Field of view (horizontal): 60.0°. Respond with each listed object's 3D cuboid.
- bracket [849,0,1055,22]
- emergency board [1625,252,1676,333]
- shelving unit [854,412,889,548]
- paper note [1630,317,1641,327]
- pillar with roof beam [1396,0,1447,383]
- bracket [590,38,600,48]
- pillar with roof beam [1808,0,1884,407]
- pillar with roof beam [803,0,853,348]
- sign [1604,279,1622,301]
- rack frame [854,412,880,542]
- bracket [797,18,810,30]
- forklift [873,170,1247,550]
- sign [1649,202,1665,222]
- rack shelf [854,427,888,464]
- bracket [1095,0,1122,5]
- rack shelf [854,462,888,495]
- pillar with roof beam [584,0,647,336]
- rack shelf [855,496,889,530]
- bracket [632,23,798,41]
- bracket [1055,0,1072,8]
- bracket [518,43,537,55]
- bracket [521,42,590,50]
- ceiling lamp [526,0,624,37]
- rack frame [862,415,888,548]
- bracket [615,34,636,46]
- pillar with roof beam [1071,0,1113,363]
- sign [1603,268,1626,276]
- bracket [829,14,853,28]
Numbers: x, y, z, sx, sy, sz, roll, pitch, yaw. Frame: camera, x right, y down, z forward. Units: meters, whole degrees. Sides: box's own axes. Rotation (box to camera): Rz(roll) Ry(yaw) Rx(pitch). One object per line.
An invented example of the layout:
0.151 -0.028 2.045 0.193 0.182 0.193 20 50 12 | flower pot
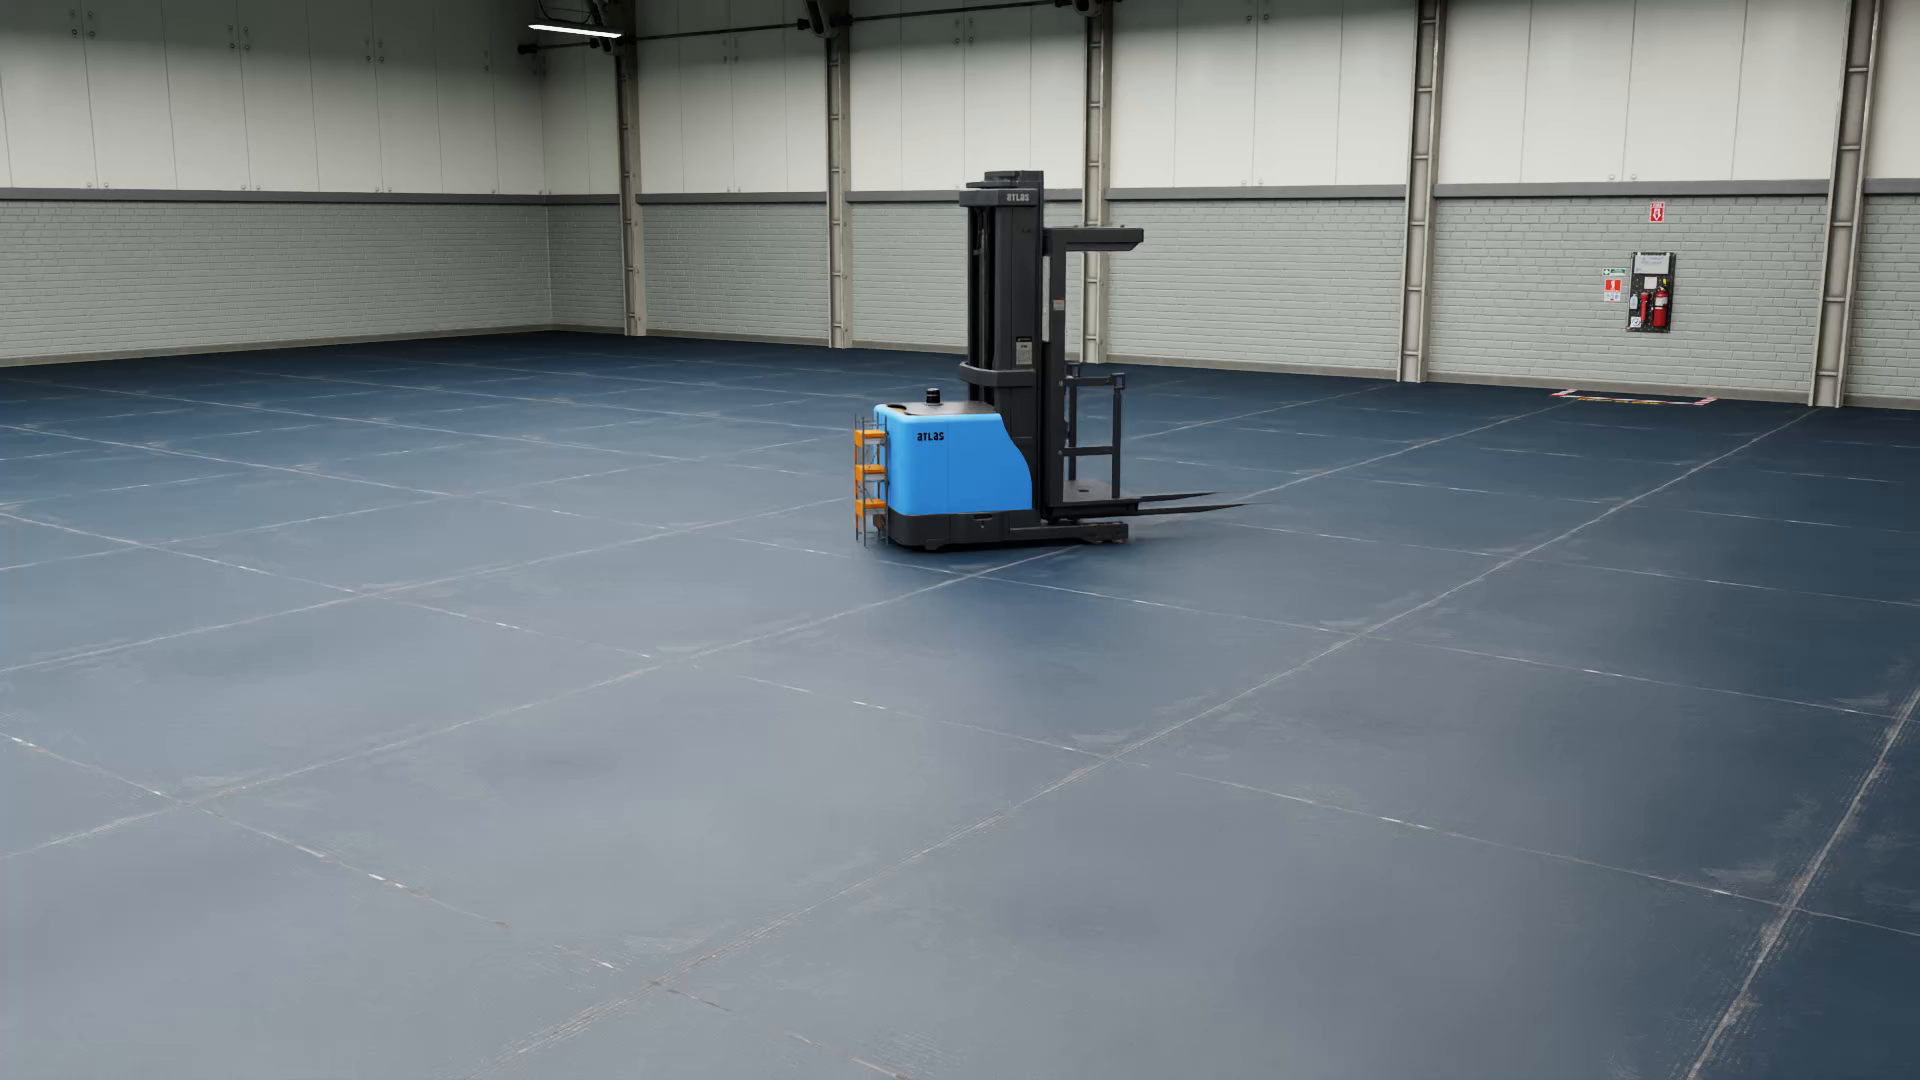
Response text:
-0.210 -9.697 30.484 4.783 0.066 0.076 8 13 36 | bracket
10.128 -3.635 24.421 0.643 1.169 0.194 8 13 36 | emergency board
-0.708 -0.481 13.252 0.215 1.050 0.252 -3 11 -17 | shelving unit
10.026 -3.233 24.662 0.142 0.148 0.016 8 13 36 | paper note
4.713 -6.312 22.465 0.400 9.000 9.100 8 13 36 | pillar with roof beam
-7.792 -10.754 35.951 0.430 0.232 0.235 8 13 36 | bracket
9.549 -5.638 18.978 0.400 9.000 9.100 8 13 36 | pillar with roof beam
-4.959 -7.661 29.439 0.548 9.000 9.100 8 13 36 | pillar with roof beam
9.743 -3.730 24.821 0.234 0.329 0.001 8 13 36 | sign
-0.745 -0.503 13.366 0.200 1.050 0.008 -3 11 -17 | rack frame
-2.956 -10.080 32.464 0.430 0.232 0.235 8 13 36 | bracket
0.854 -1.497 13.550 3.031 2.935 1.130 -3 11 -17 | forklift
10.180 -4.789 24.284 0.199 0.298 0.001 8 13 36 | sign
-0.708 -0.749 13.200 0.215 0.259 0.240 -3 11 -17 | rack shelf
2.549 -9.312 28.495 0.430 0.232 0.235 8 13 36 | bracket
-0.708 -0.471 13.254 0.215 0.259 0.240 -3 11 -17 | rack shelf
-9.796 -8.336 32.926 0.548 9.000 9.100 8 13 36 | pillar with roof beam
-0.708 -0.198 13.307 0.215 0.259 0.240 -3 11 -17 | rack shelf
-5.046 -10.371 33.971 4.783 0.066 0.076 8 13 36 | bracket
1.880 -9.405 28.977 0.430 0.232 0.235 8 13 36 | bracket
-9.702 -11.021 37.328 0.430 0.232 0.235 8 13 36 | bracket
-9.226 -10.954 36.985 3.189 0.066 0.076 8 13 36 | bracket
-7.069 -10.667 29.607 0.800 3.185 2.000 8 13 36 | ceiling lamp
-0.670 -0.459 13.138 0.200 1.050 0.008 -3 11 -17 | rack frame
-7.123 -10.661 35.468 0.430 0.232 0.235 8 13 36 | bracket
-0.123 -6.987 25.952 0.548 9.000 9.100 8 13 36 | pillar with roof beam
9.741 -3.989 24.761 0.331 0.109 0.001 8 13 36 | sign
-2.287 -9.986 31.981 0.430 0.232 0.235 8 13 36 | bracket
